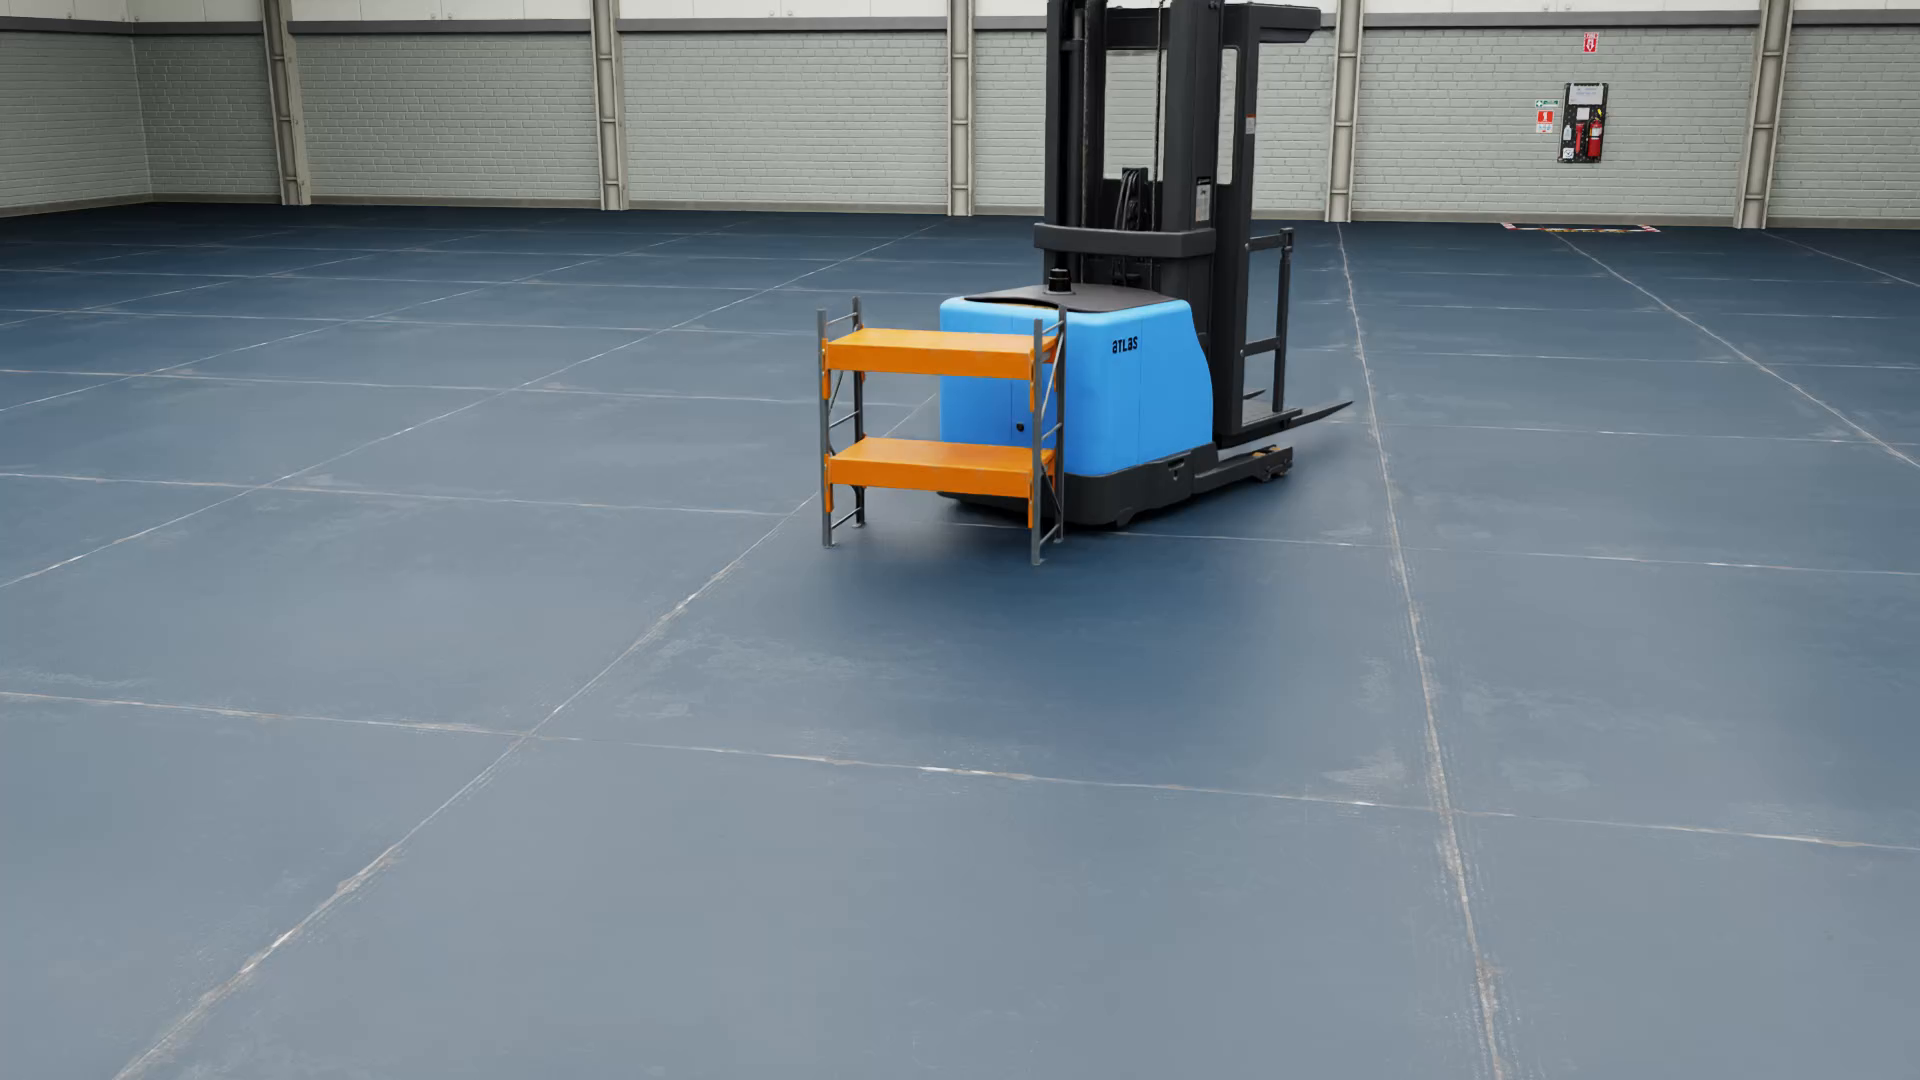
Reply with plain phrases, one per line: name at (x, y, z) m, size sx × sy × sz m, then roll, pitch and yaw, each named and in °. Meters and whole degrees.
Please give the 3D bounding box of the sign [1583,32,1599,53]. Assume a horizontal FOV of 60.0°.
sign at (9.378, -7.396, 24.731) m, size 0.199 × 0.298 × 0.001 m, roll 3°, pitch 16°, yaw 11°

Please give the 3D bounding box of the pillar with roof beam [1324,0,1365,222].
pillar with roof beam at (5.042, -8.195, 20.720) m, size 0.400 × 9.000 × 9.100 m, roll 3°, pitch 16°, yaw 11°

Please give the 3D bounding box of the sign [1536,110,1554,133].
sign at (8.845, -6.326, 25.143) m, size 0.234 × 0.329 × 0.001 m, roll 3°, pitch 16°, yaw 11°

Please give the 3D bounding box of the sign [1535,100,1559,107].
sign at (8.847, -6.579, 25.063) m, size 0.331 × 0.109 × 0.001 m, roll 3°, pitch 16°, yaw 11°

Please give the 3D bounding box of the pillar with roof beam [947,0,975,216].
pillar with roof beam at (-0.837, -8.514, 21.872) m, size 0.400 × 9.000 × 9.100 m, roll 3°, pitch 16°, yaw 11°

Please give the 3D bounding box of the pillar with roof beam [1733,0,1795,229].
pillar with roof beam at (10.922, -7.876, 19.567) m, size 0.400 × 9.000 × 9.100 m, roll 3°, pitch 16°, yaw 11°

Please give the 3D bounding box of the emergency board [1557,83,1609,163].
emergency board at (9.366, -6.252, 24.944) m, size 0.643 × 1.169 × 0.194 m, roll 3°, pitch 16°, yaw 11°

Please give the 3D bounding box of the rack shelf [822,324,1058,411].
rack shelf at (-0.076, -0.807, 7.703) m, size 1.000 × 0.278 × 0.538 m, roll 5°, pitch 16°, yaw 16°

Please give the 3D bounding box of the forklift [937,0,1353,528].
forklift at (1.208, -1.803, 9.011) m, size 1.130 × 2.935 × 3.031 m, roll 12°, pitch 20°, yaw 38°

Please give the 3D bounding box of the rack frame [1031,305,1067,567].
rack frame at (0.410, -0.485, 7.638) m, size 0.032 × 1.125 × 0.500 m, roll 5°, pitch 16°, yaw 16°

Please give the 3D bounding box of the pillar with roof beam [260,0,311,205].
pillar with roof beam at (-12.597, -9.153, 24.176) m, size 0.400 × 9.000 × 9.100 m, roll 3°, pitch 16°, yaw 11°

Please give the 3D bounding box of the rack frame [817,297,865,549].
rack frame at (-0.562, -0.565, 7.925) m, size 0.032 × 1.125 × 0.500 m, roll 5°, pitch 16°, yaw 16°

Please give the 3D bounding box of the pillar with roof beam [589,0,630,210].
pillar with roof beam at (-6.717, -8.833, 23.024) m, size 0.400 × 9.000 × 9.100 m, roll 3°, pitch 16°, yaw 11°

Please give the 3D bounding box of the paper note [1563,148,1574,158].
paper note at (9.206, -5.855, 25.161) m, size 0.142 × 0.148 × 0.016 m, roll 3°, pitch 16°, yaw 11°

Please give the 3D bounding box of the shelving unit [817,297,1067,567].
shelving unit at (-0.076, -0.525, 7.781) m, size 1.048 × 1.125 × 0.538 m, roll 5°, pitch 16°, yaw 16°

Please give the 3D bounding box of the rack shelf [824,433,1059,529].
rack shelf at (-0.076, -0.290, 7.846) m, size 1.000 × 0.278 × 0.538 m, roll 5°, pitch 16°, yaw 16°
